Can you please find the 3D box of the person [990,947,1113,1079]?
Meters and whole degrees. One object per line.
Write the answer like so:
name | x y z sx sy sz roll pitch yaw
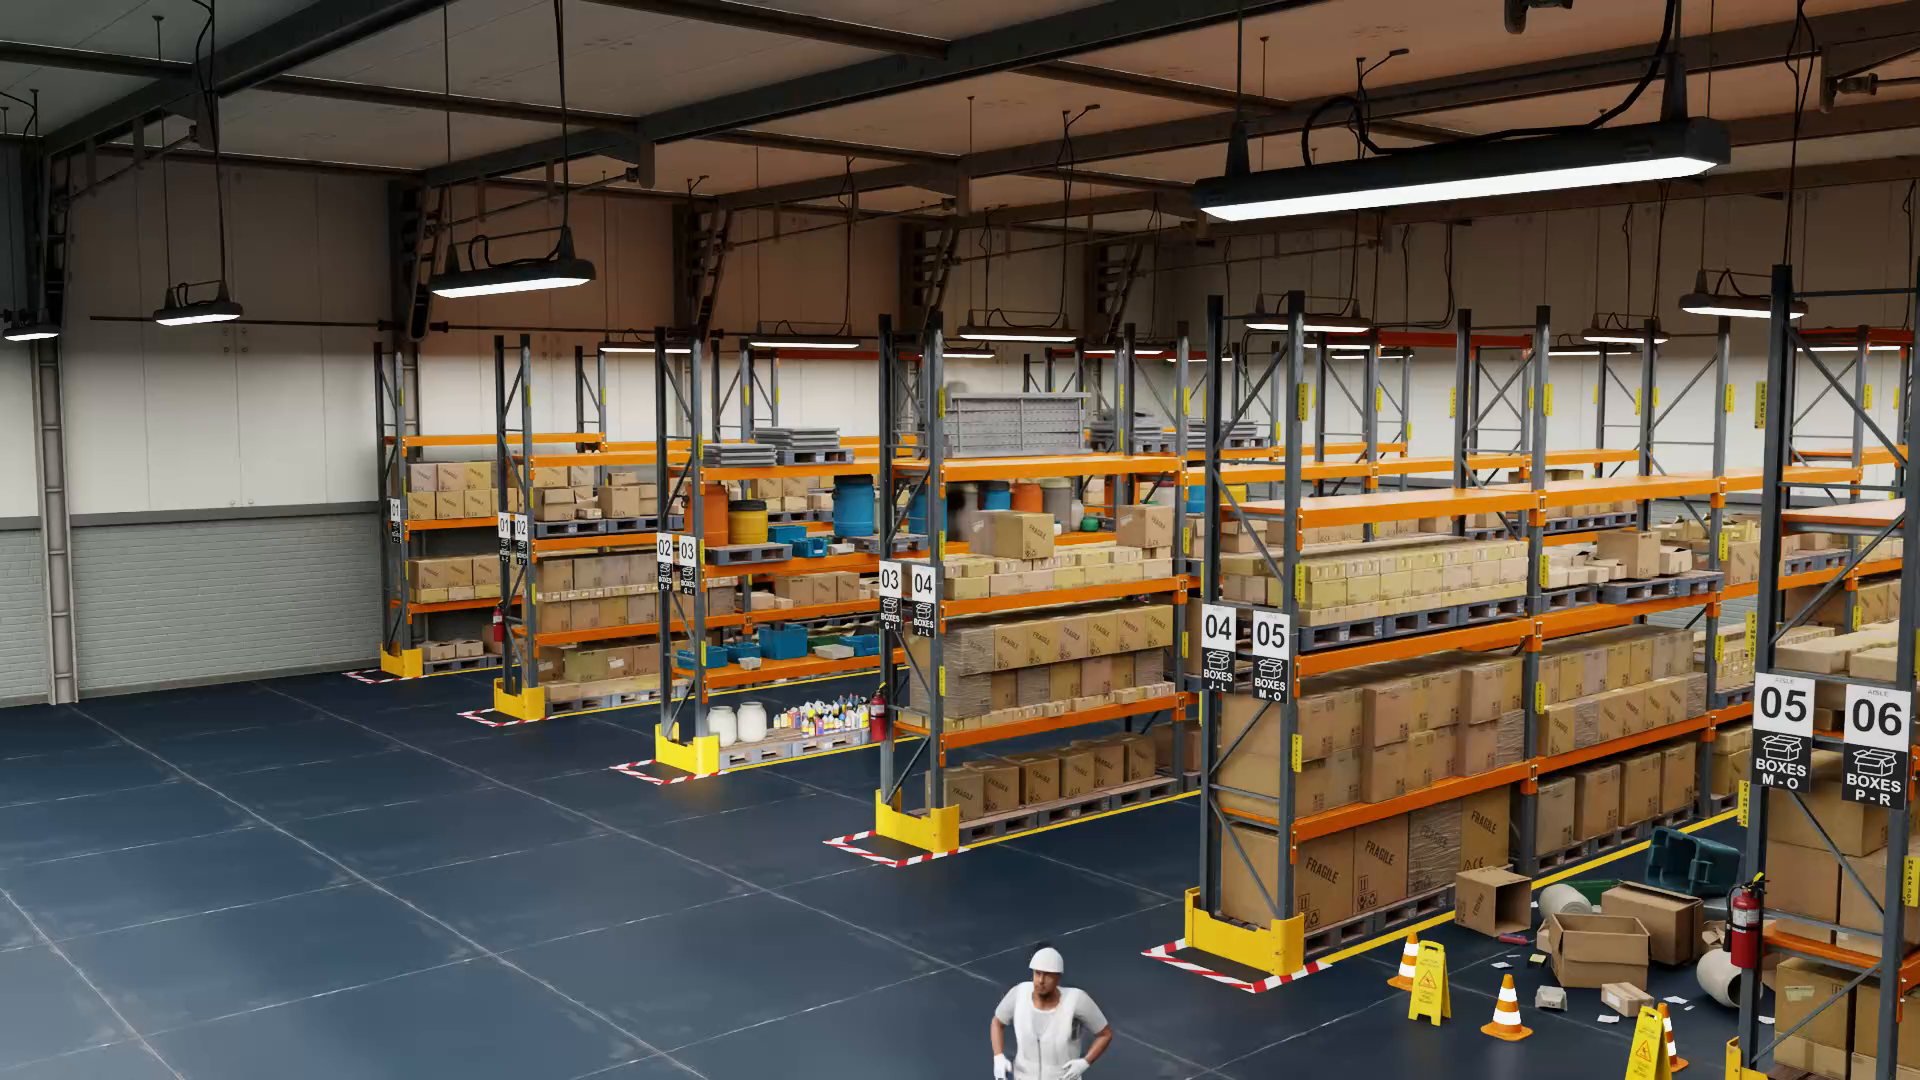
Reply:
person | 0.486 3.373 10.325 0.904 1.776 0.745 2 5 18
